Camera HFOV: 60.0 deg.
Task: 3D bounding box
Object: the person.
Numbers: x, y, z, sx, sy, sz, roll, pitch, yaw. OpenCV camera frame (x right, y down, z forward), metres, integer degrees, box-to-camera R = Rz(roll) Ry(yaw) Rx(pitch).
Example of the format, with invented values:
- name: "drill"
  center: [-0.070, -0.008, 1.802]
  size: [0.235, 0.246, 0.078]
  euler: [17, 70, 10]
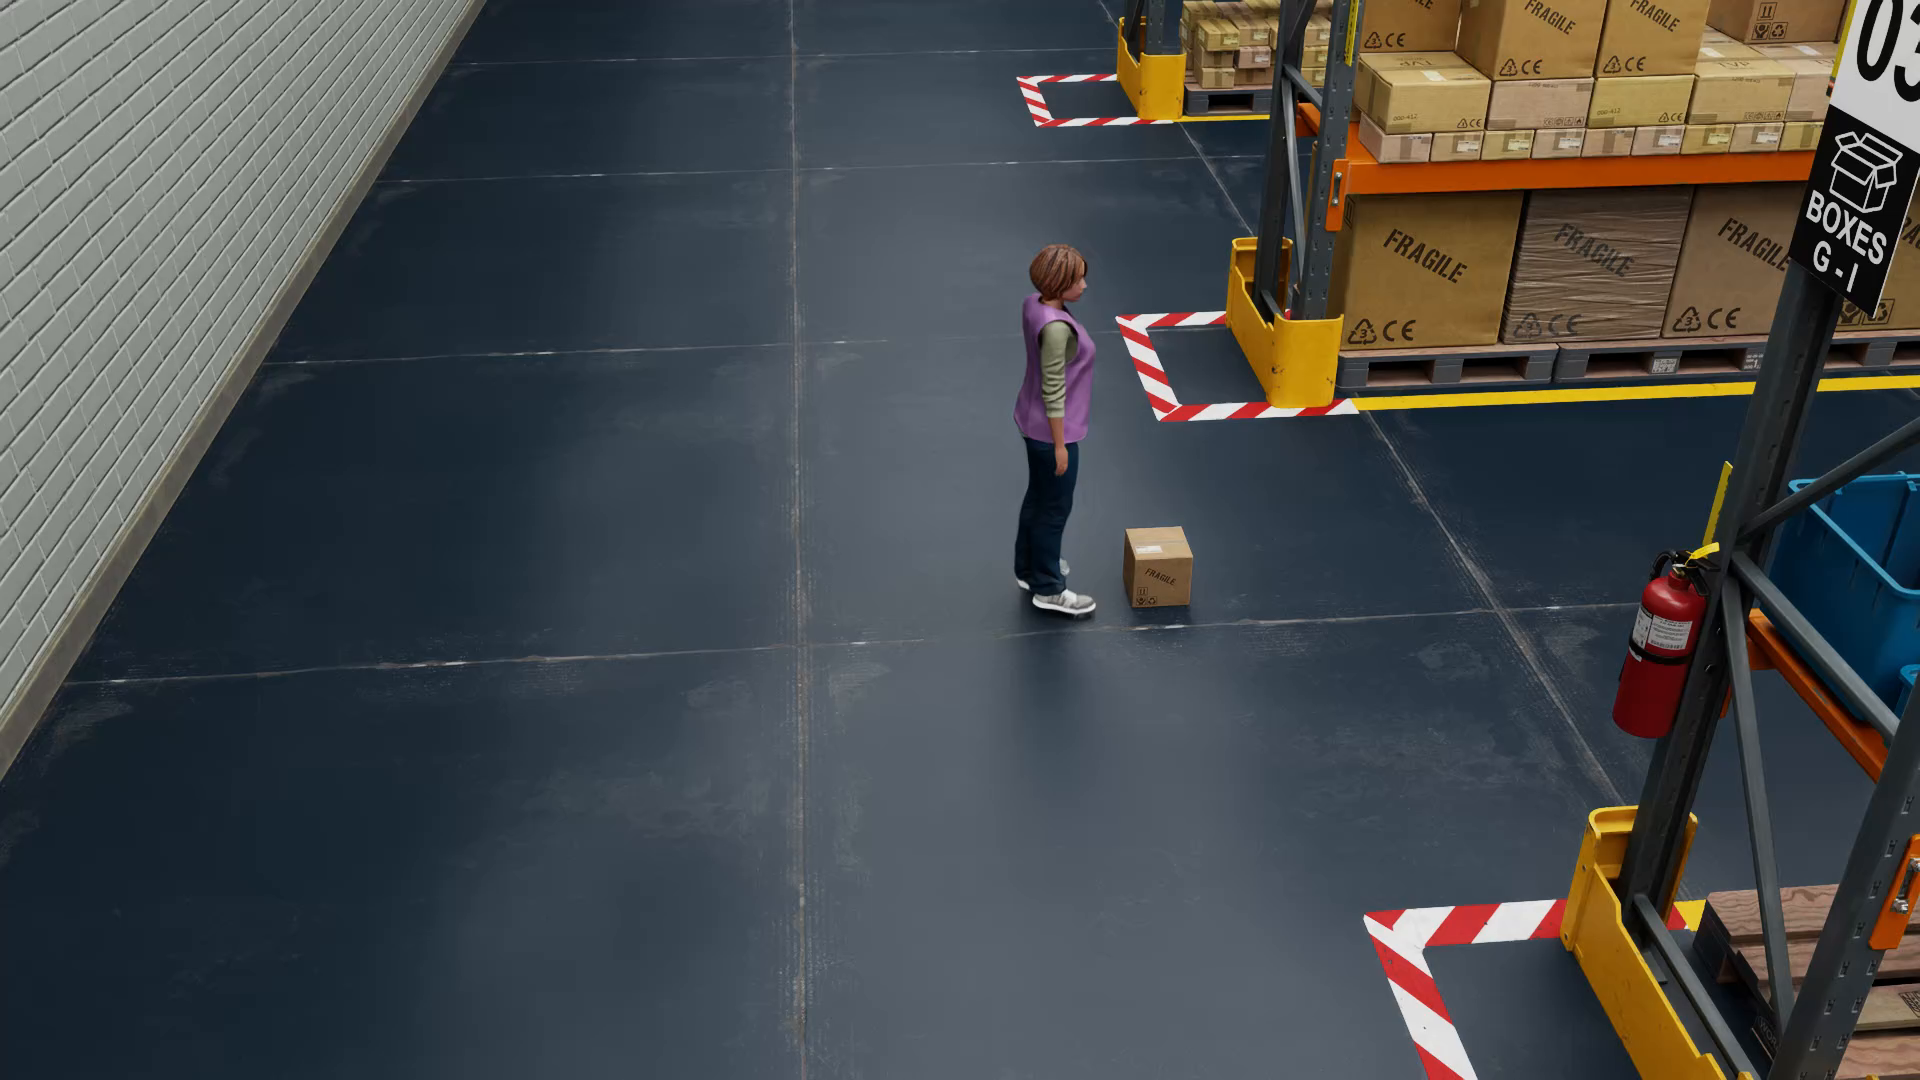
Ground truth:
- name: "person"
  center: [0.387, -0.458, 6.844]
  size: [0.323, 1.606, 0.435]
  euler: [-6, 32, -10]
